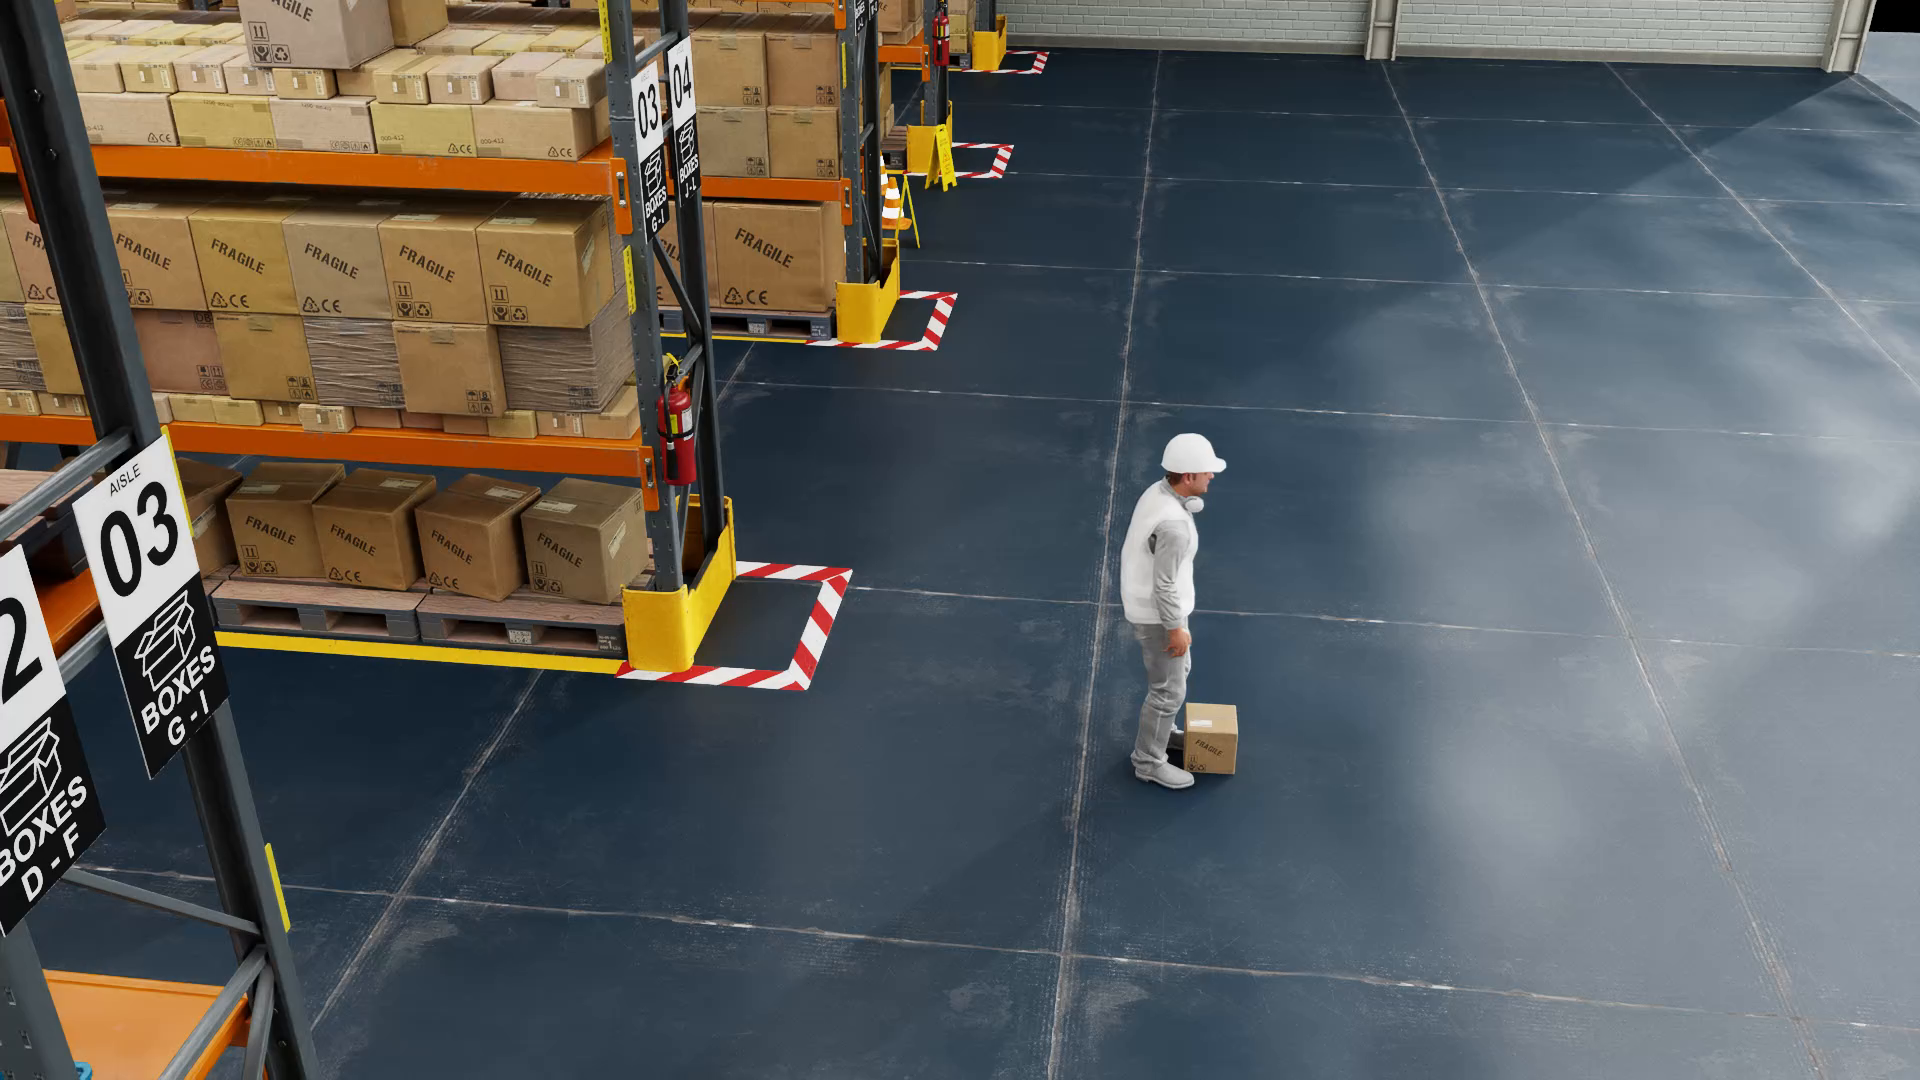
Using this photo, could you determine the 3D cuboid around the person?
[{"bbox_3d":[1.001,0.313,8.012,0.466,1.770,0.583,2,28,4],"label":"person"}]
